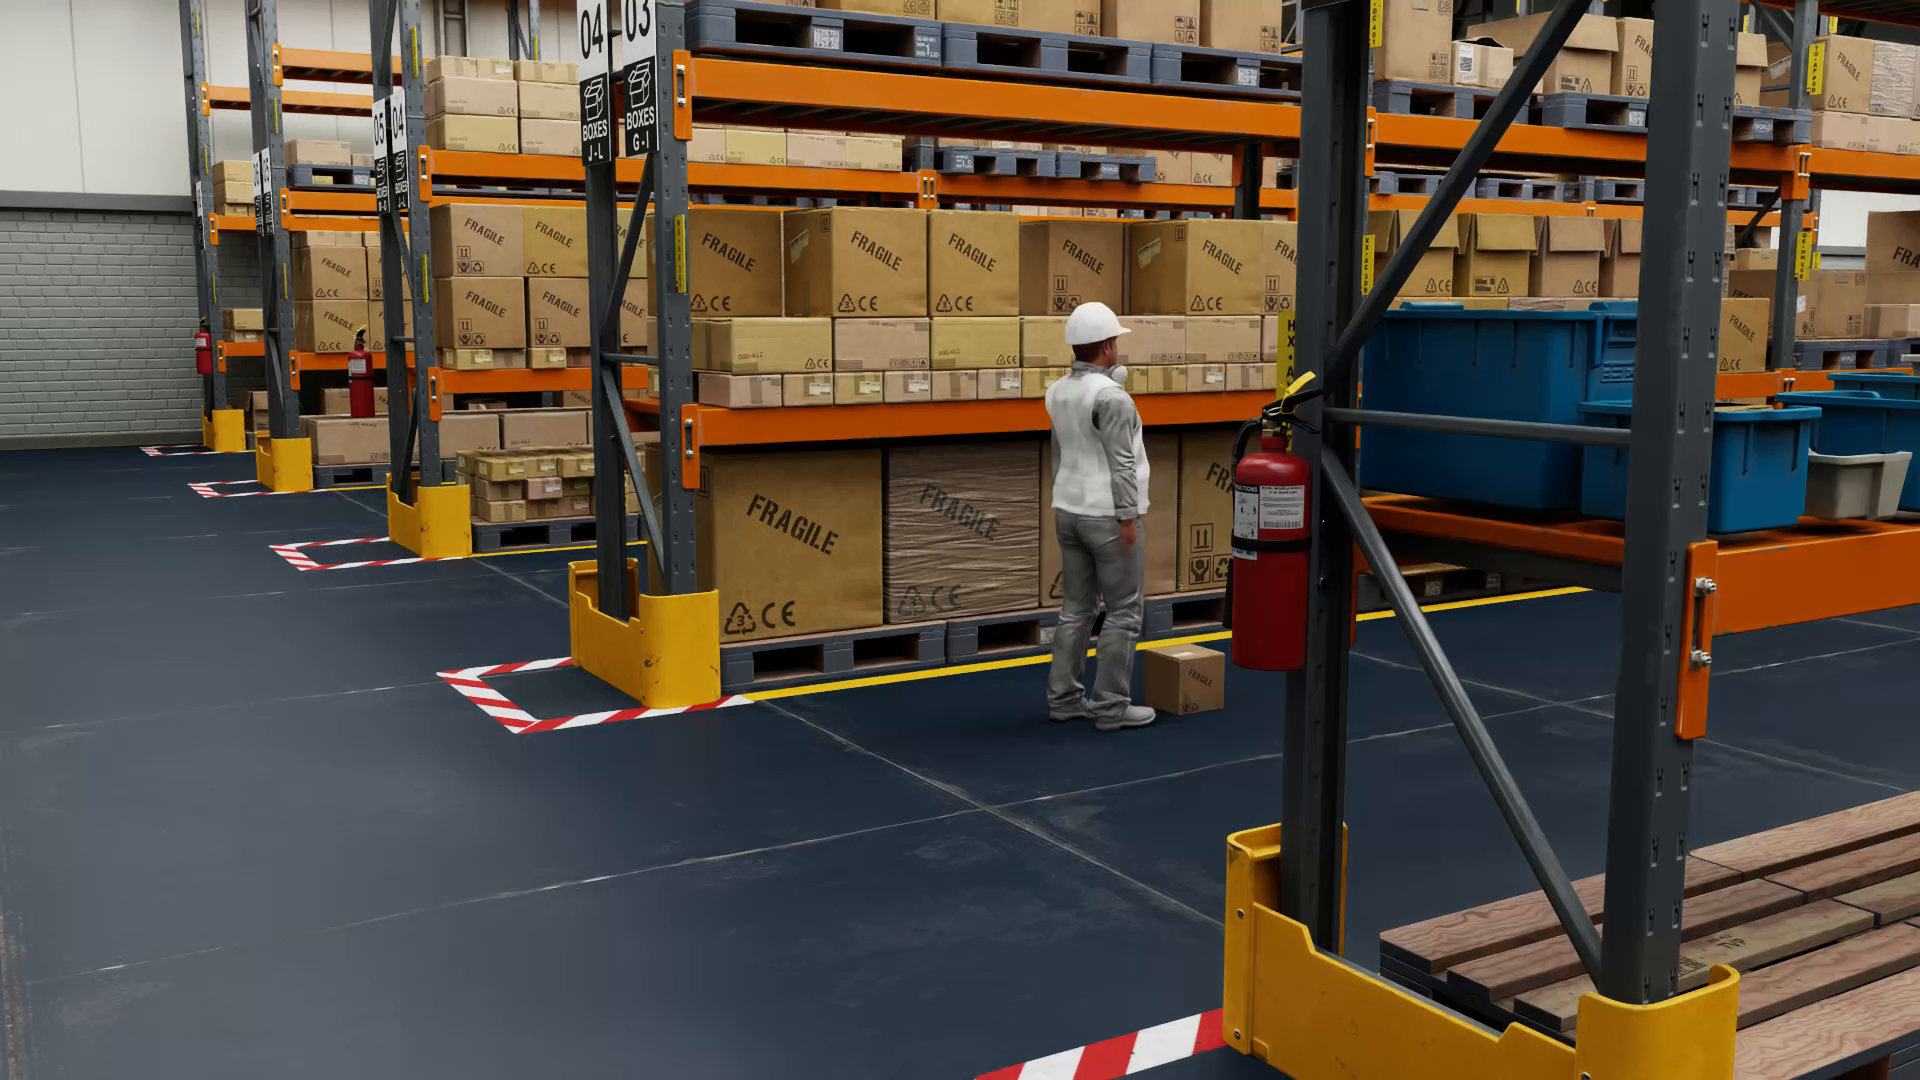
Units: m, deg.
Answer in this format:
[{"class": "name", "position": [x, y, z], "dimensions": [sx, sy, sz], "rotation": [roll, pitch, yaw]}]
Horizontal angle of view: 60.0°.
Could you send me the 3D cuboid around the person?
[{"class": "person", "position": [0.587, -0.100, 6.988], "dimensions": [0.390, 1.777, 0.531], "rotation": [-5, 9, -30]}]
